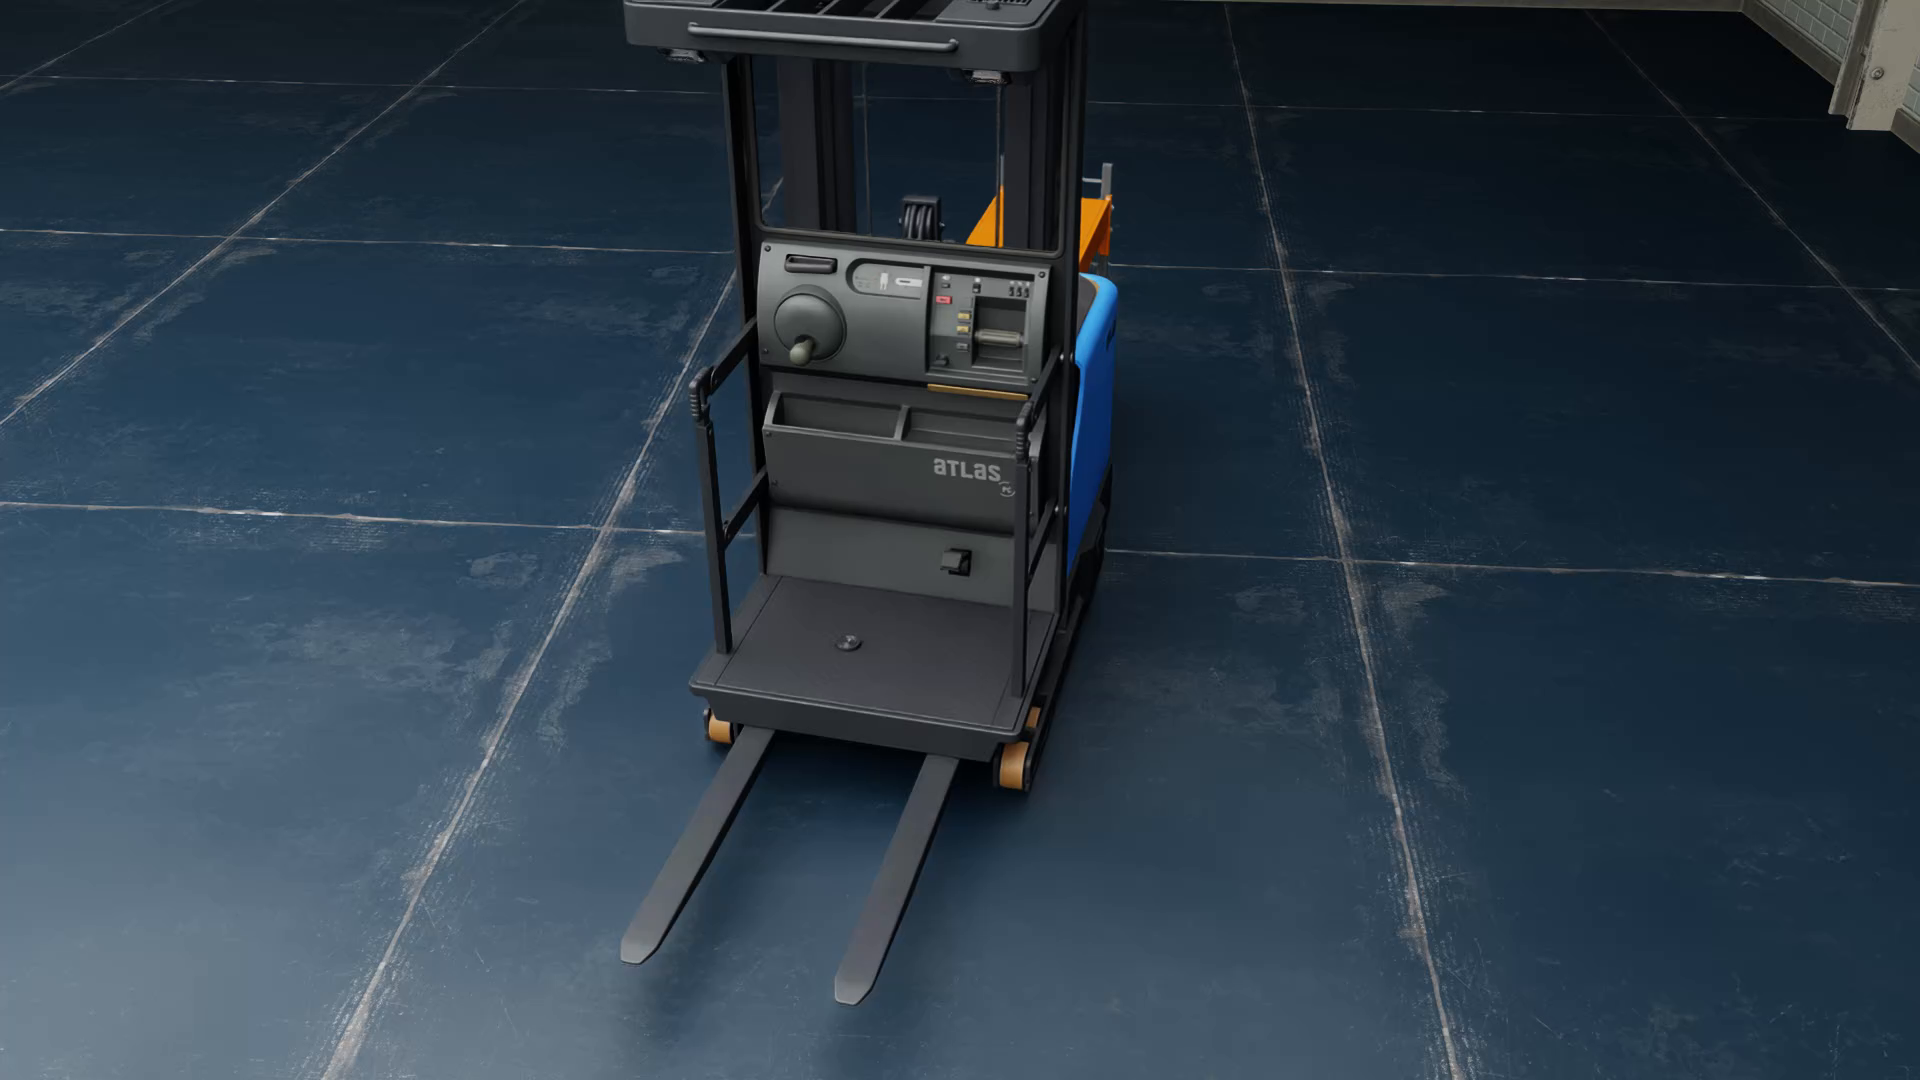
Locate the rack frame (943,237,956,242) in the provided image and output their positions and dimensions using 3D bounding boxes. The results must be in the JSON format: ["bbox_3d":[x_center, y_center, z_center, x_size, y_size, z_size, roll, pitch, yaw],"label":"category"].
[{"bbox_3d":[0.181,-0.673,6.770,0.500,1.125,0.032,7,32,12],"label":"rack frame"}]

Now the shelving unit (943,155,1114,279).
[{"bbox_3d":[0.303,-0.932,7.190,0.538,1.125,1.048,7,32,12],"label":"shelving unit"}]

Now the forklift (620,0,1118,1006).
[{"bbox_3d":[-0.233,-0.654,5.017,1.130,2.935,3.031,7,32,12],"label":"forklift"}]

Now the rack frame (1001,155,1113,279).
[{"bbox_3d":[0.424,-1.191,7.611,0.500,1.125,0.032,7,32,12],"label":"rack frame"}]

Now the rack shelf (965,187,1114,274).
[{"bbox_3d":[0.303,-1.181,7.037,0.538,0.278,1.000,7,32,12],"label":"rack shelf"}]

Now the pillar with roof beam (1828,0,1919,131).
[{"bbox_3d":[1.897,-6.892,9.357,9.100,9.000,0.400,2,32,4],"label":"pillar with roof beam"}]
